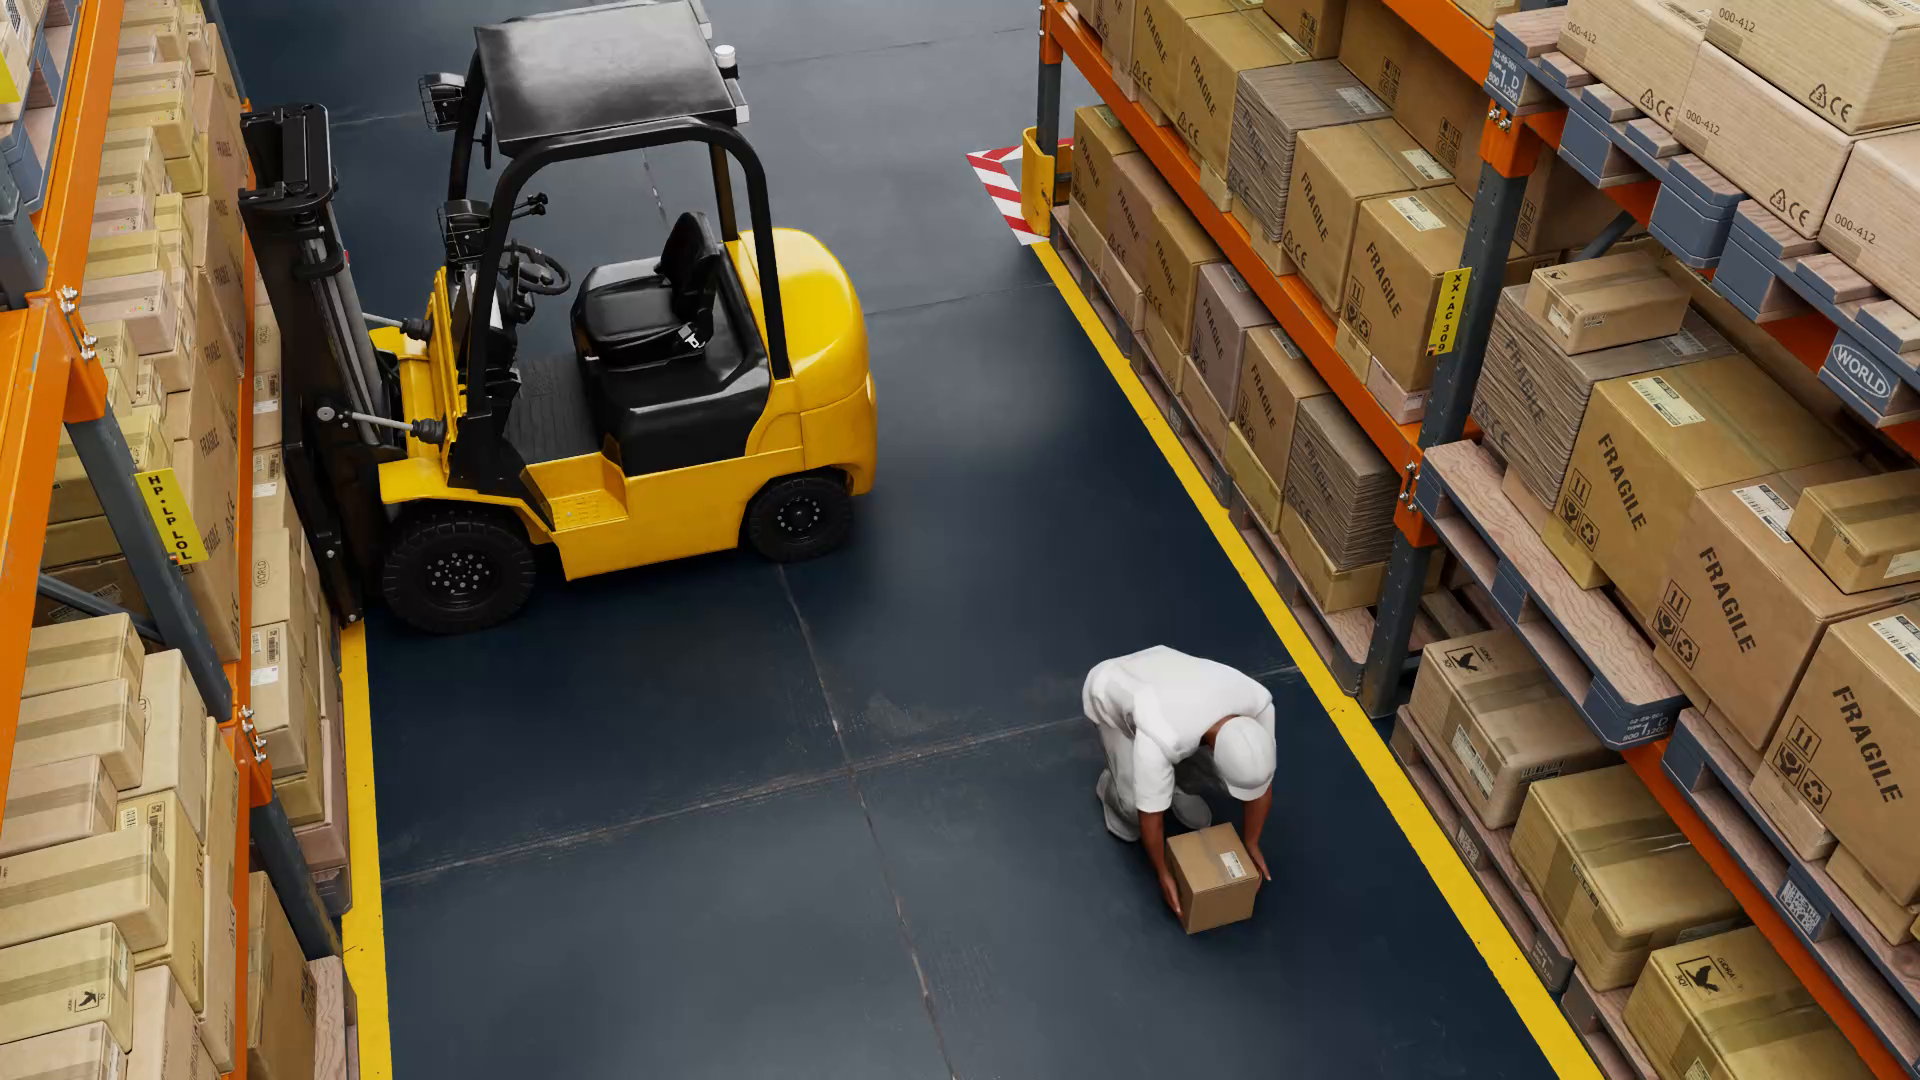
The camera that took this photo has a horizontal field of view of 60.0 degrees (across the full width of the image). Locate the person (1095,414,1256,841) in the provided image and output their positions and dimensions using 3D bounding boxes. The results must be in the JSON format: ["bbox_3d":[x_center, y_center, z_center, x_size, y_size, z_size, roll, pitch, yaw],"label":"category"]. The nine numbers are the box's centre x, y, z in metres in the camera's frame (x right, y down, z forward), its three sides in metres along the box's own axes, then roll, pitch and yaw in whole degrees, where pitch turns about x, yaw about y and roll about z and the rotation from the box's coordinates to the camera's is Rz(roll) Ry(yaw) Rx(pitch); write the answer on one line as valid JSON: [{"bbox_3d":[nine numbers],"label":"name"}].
[{"bbox_3d":[0.750,0.371,5.728,0.535,1.769,0.560,-13,44,-15],"label":"person"}]
